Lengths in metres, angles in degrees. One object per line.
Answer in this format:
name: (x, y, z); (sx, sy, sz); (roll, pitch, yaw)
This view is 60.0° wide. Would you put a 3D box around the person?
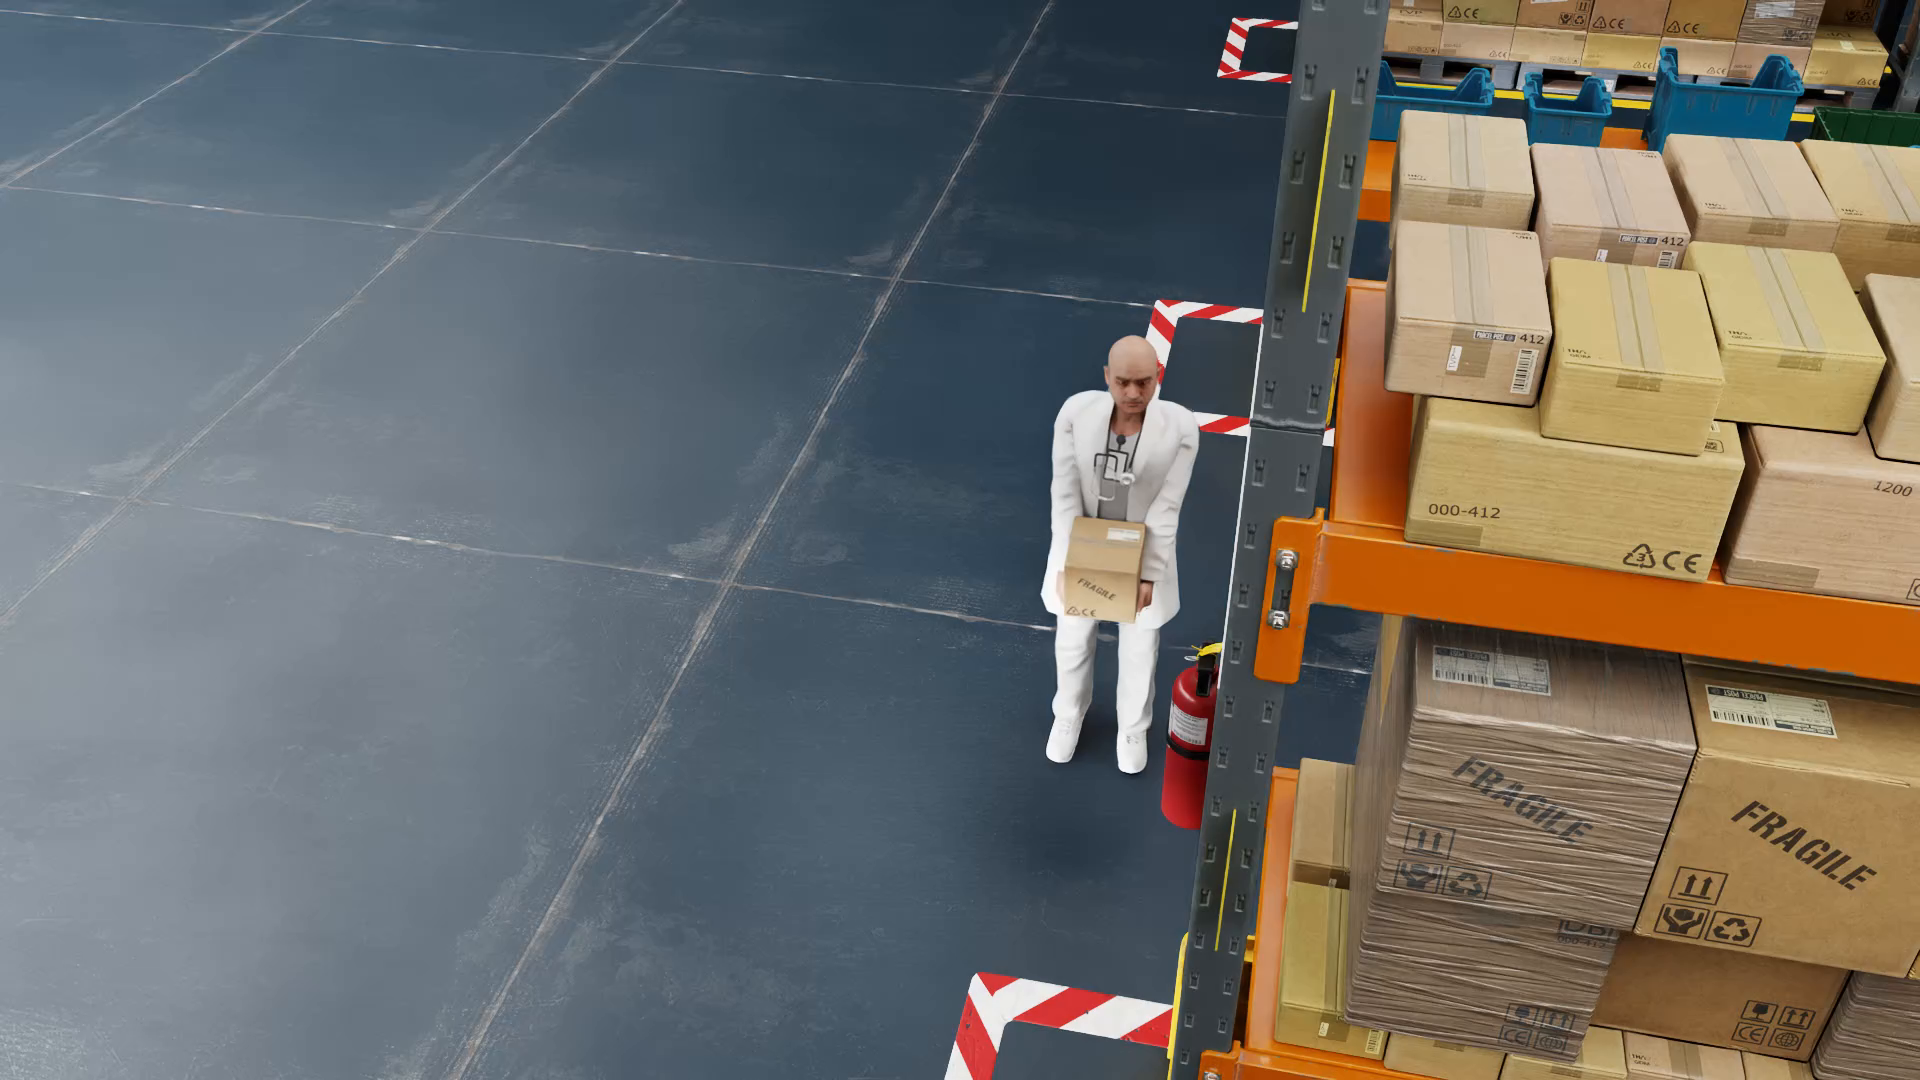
person: (0.546, 0.117, 6.004); (0.527, 1.780, 0.552); (7, 37, 9)
